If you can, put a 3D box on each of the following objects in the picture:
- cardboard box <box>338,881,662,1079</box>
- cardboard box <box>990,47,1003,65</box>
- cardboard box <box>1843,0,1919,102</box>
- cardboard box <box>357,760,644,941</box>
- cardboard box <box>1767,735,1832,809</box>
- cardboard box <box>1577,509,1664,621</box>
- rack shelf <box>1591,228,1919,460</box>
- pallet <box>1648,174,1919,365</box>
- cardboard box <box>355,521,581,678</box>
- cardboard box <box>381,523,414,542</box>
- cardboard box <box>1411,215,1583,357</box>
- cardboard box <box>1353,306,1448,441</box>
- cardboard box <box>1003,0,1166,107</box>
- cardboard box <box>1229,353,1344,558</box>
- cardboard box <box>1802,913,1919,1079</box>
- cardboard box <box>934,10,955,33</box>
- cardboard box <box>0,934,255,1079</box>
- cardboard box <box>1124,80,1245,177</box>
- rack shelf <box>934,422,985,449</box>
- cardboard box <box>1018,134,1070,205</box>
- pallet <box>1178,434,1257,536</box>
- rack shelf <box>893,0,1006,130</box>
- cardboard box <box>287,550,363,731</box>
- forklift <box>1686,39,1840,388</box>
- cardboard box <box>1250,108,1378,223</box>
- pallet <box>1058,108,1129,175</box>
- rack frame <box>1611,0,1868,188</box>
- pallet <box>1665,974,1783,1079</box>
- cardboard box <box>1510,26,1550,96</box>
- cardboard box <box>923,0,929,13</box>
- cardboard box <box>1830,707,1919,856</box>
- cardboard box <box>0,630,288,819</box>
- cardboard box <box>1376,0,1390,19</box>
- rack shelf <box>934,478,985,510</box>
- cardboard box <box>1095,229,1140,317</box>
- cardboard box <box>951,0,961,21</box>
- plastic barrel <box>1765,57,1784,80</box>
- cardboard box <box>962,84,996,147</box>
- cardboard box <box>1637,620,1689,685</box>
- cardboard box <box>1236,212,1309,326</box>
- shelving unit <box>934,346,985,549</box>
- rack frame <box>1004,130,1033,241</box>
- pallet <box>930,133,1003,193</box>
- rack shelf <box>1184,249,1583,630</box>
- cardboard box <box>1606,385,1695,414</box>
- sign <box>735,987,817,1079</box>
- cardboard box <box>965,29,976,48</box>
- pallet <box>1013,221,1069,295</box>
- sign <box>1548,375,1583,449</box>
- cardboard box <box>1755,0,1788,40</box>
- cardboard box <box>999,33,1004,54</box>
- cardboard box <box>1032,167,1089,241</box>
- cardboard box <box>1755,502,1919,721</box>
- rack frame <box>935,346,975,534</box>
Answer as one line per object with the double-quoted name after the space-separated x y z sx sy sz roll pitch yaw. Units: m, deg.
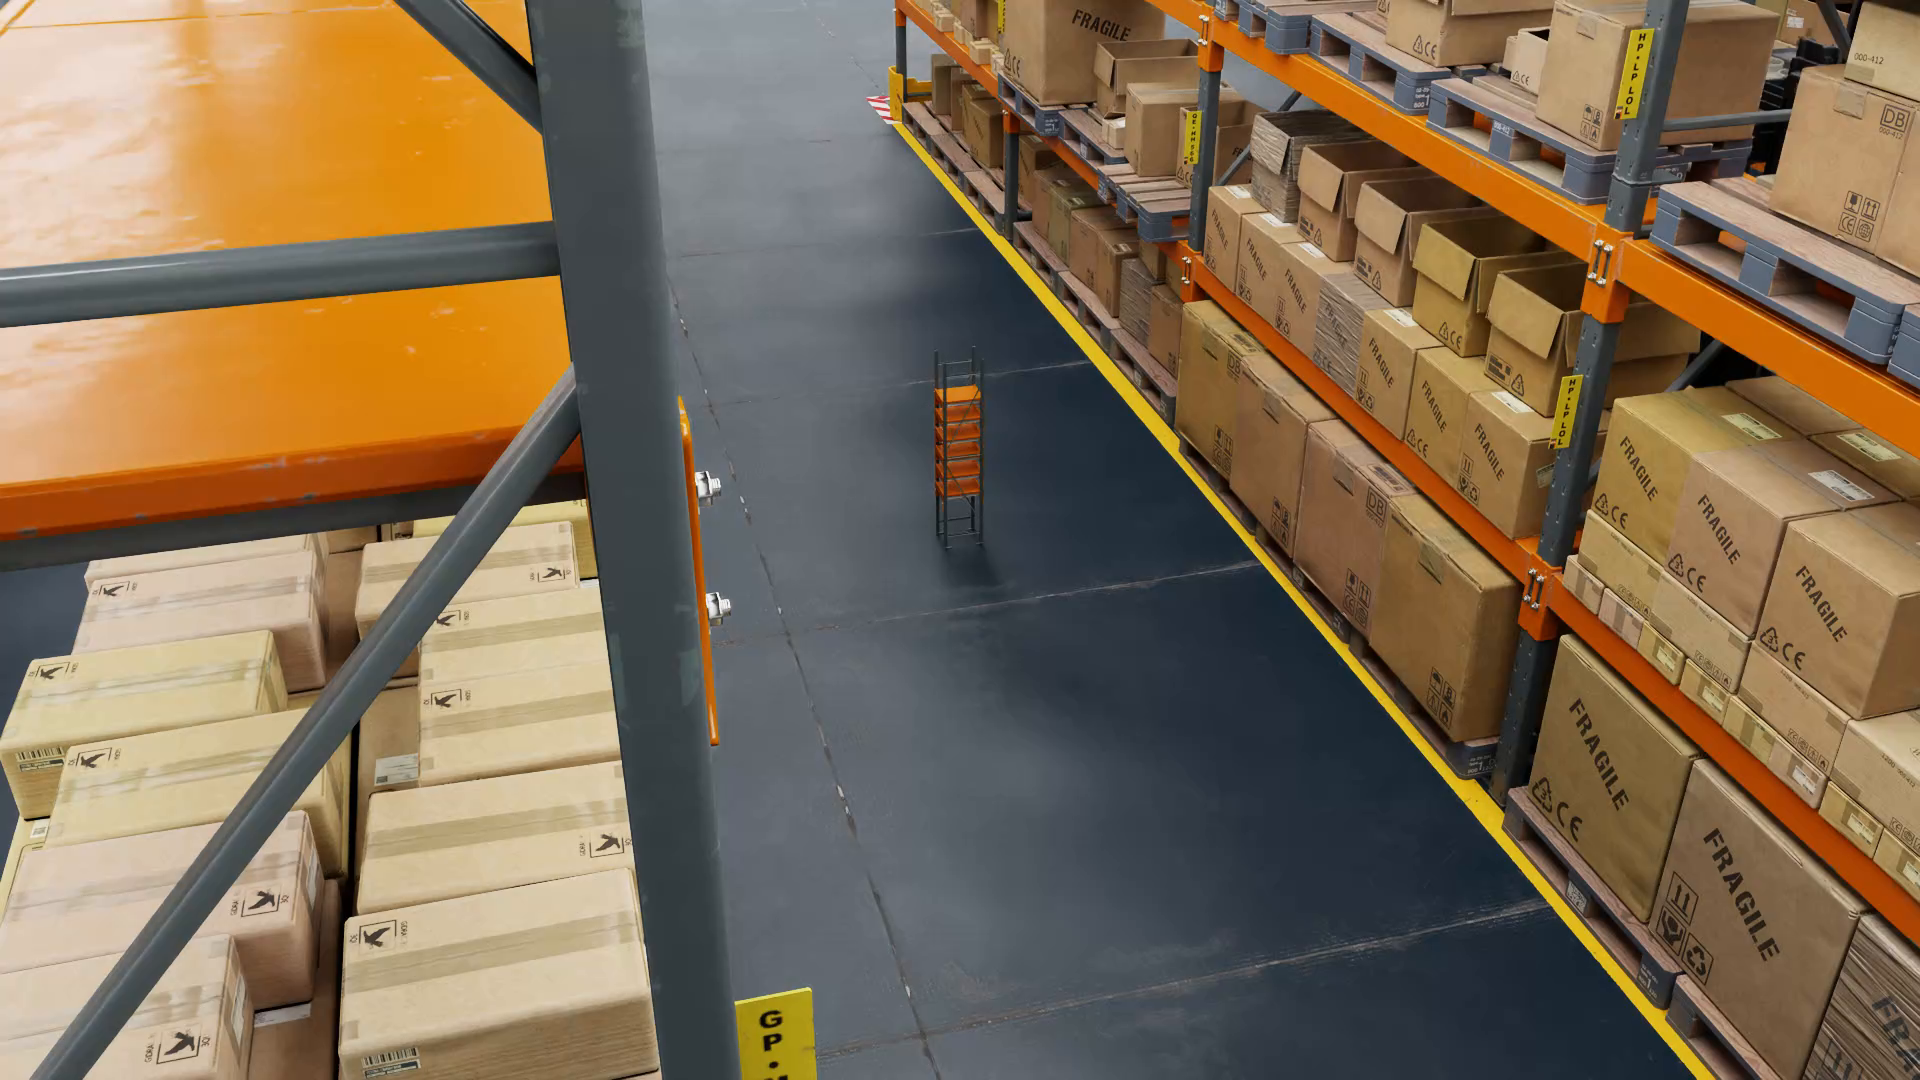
-0.611 0.709 2.418 0.500 0.250 0.500 -7 31 -12 "cardboard box"
0.476 -4.203 14.499 0.380 0.149 0.250 -8 31 -13 "cardboard box"
3.249 -1.568 5.335 0.500 0.250 0.500 -10 31 -16 "cardboard box"
-0.659 0.476 2.423 0.380 0.149 0.250 -7 31 -11 "cardboard box"
3.108 0.789 5.874 0.380 0.149 0.250 -7 31 -13 "cardboard box"
2.877 0.066 6.726 0.500 0.250 0.500 -8 31 -14 "cardboard box"
3.536 -0.153 4.975 1.077 0.370 4.000 -8 31 -13 "rack shelf"
3.212 -0.996 5.801 1.003 0.211 1.213 -8 31 -13 "pallet"
-0.895 0.107 3.060 0.380 0.149 0.250 -7 31 -12 "cardboard box"
-1.006 -0.028 3.691 0.500 0.250 0.500 -9 31 -15 "cardboard box"
2.657 -1.250 8.046 0.797 0.503 0.637 -8 31 -13 "cardboard box"
2.348 -0.857 8.367 0.500 0.500 0.500 -8 31 -14 "cardboard box"
0.958 -4.035 12.940 1.000 1.000 1.000 -8 31 -13 "cardboard box"
2.336 -0.559 9.654 1.225 0.875 0.875 -8 31 -13 "cardboard box"
3.578 1.799 5.580 0.875 0.875 0.875 -8 31 -13 "cardboard box"
-0.029 -4.913 15.725 0.380 0.149 0.250 -8 31 -13 "cardboard box"
-1.114 0.667 2.094 0.380 0.149 0.250 -8 31 -14 "cardboard box"
1.517 -2.801 11.307 0.700 0.500 0.500 -3 30 -6 "cardboard box"
-0.004 -0.592 9.655 0.258 0.103 0.180 -8 31 -13 "rack shelf"
0.814 -3.295 14.755 0.500 0.500 0.500 -9 31 -15 "cardboard box"
2.080 -0.467 10.577 1.003 0.211 1.213 -8 31 -13 "pallet"
0.351 -4.651 15.740 1.077 0.370 4.000 -8 31 -13 "rack shelf"
-1.380 0.277 3.164 0.500 0.250 0.500 -7 31 -13 "cardboard box"
4.609 -1.528 9.696 1.130 2.935 3.031 -8 31 -14 "forklift"
2.122 -2.186 9.663 0.797 0.503 0.637 -7 31 -12 "cardboard box"
1.379 -2.932 12.244 1.003 0.211 1.213 -8 31 -13 "pallet"
3.005 -2.729 5.713 1.000 3.000 0.127 -8 31 -13 "rack frame"
3.459 2.043 6.242 1.003 0.211 1.213 -8 31 -13 "pallet"
2.801 -2.116 7.317 0.500 0.311 0.500 -9 31 -15 "cardboard box"
-0.148 -5.286 16.370 0.380 0.149 0.250 -8 31 -13 "cardboard box"
3.271 0.795 5.466 0.500 0.250 0.500 -8 31 -13 "cardboard box"
-1.328 0.297 2.731 0.380 0.149 0.250 -7 31 -12 "cardboard box"
2.489 -2.897 8.479 0.500 0.500 0.500 -6 31 -11 "cardboard box"
-0.004 -0.280 9.835 0.258 0.103 0.180 -8 31 -13 "rack shelf"
1.430 -2.033 12.555 0.700 0.500 0.500 -5 30 -9 "cardboard box"
0.401 -5.115 15.427 0.875 0.500 0.500 -8 31 -13 "cardboard box"
6.128 -3.443 12.824 0.421 0.512 0.421 0 30 0 "plastic barrel"
0.309 -4.135 16.207 0.500 0.500 0.500 -5 30 -9 "cardboard box"
2.903 0.418 6.516 0.380 0.149 0.250 -7 31 -12 "cardboard box"
1.949 -1.588 9.630 0.500 0.500 0.500 -9 31 -15 "cardboard box"
-0.004 -0.526 9.693 0.258 1.200 0.189 -8 31 -13 "shelving unit"
0.882 -3.996 13.891 1.000 3.000 0.127 -8 31 -13 "rack frame"
0.342 -3.699 16.162 1.003 0.211 1.213 -8 31 -13 "pallet"
2.474 -0.787 9.064 1.077 0.370 4.000 -8 31 -13 "rack shelf"
3.124 -0.431 7.632 0.500 0.500 0.500 -8 31 -13 "cardboard box"
-0.219 0.662 1.977 0.100 0.325 0.005 -8 31 -13 "sign"
0.257 -4.563 15.120 0.380 0.149 0.250 -8 31 -13 "cardboard box"
1.090 -2.413 13.940 1.003 0.211 1.213 -8 31 -13 "pallet"
2.485 -0.522 6.812 0.100 0.325 0.005 -8 31 -13 "sign"
9.435 -6.030 18.982 0.500 0.500 0.500 -8 31 -13 "cardboard box"
0.822 -4.394 14.181 0.875 0.500 0.500 -8 31 -13 "cardboard box"
1.024 -2.805 13.890 0.700 0.500 0.500 -10 32 -17 "cardboard box"
3.152 0.234 5.686 0.500 0.500 0.500 -9 31 -15 "cardboard box"
-0.028 -0.570 9.769 0.240 1.200 0.006 -8 31 -13 "rack frame"
